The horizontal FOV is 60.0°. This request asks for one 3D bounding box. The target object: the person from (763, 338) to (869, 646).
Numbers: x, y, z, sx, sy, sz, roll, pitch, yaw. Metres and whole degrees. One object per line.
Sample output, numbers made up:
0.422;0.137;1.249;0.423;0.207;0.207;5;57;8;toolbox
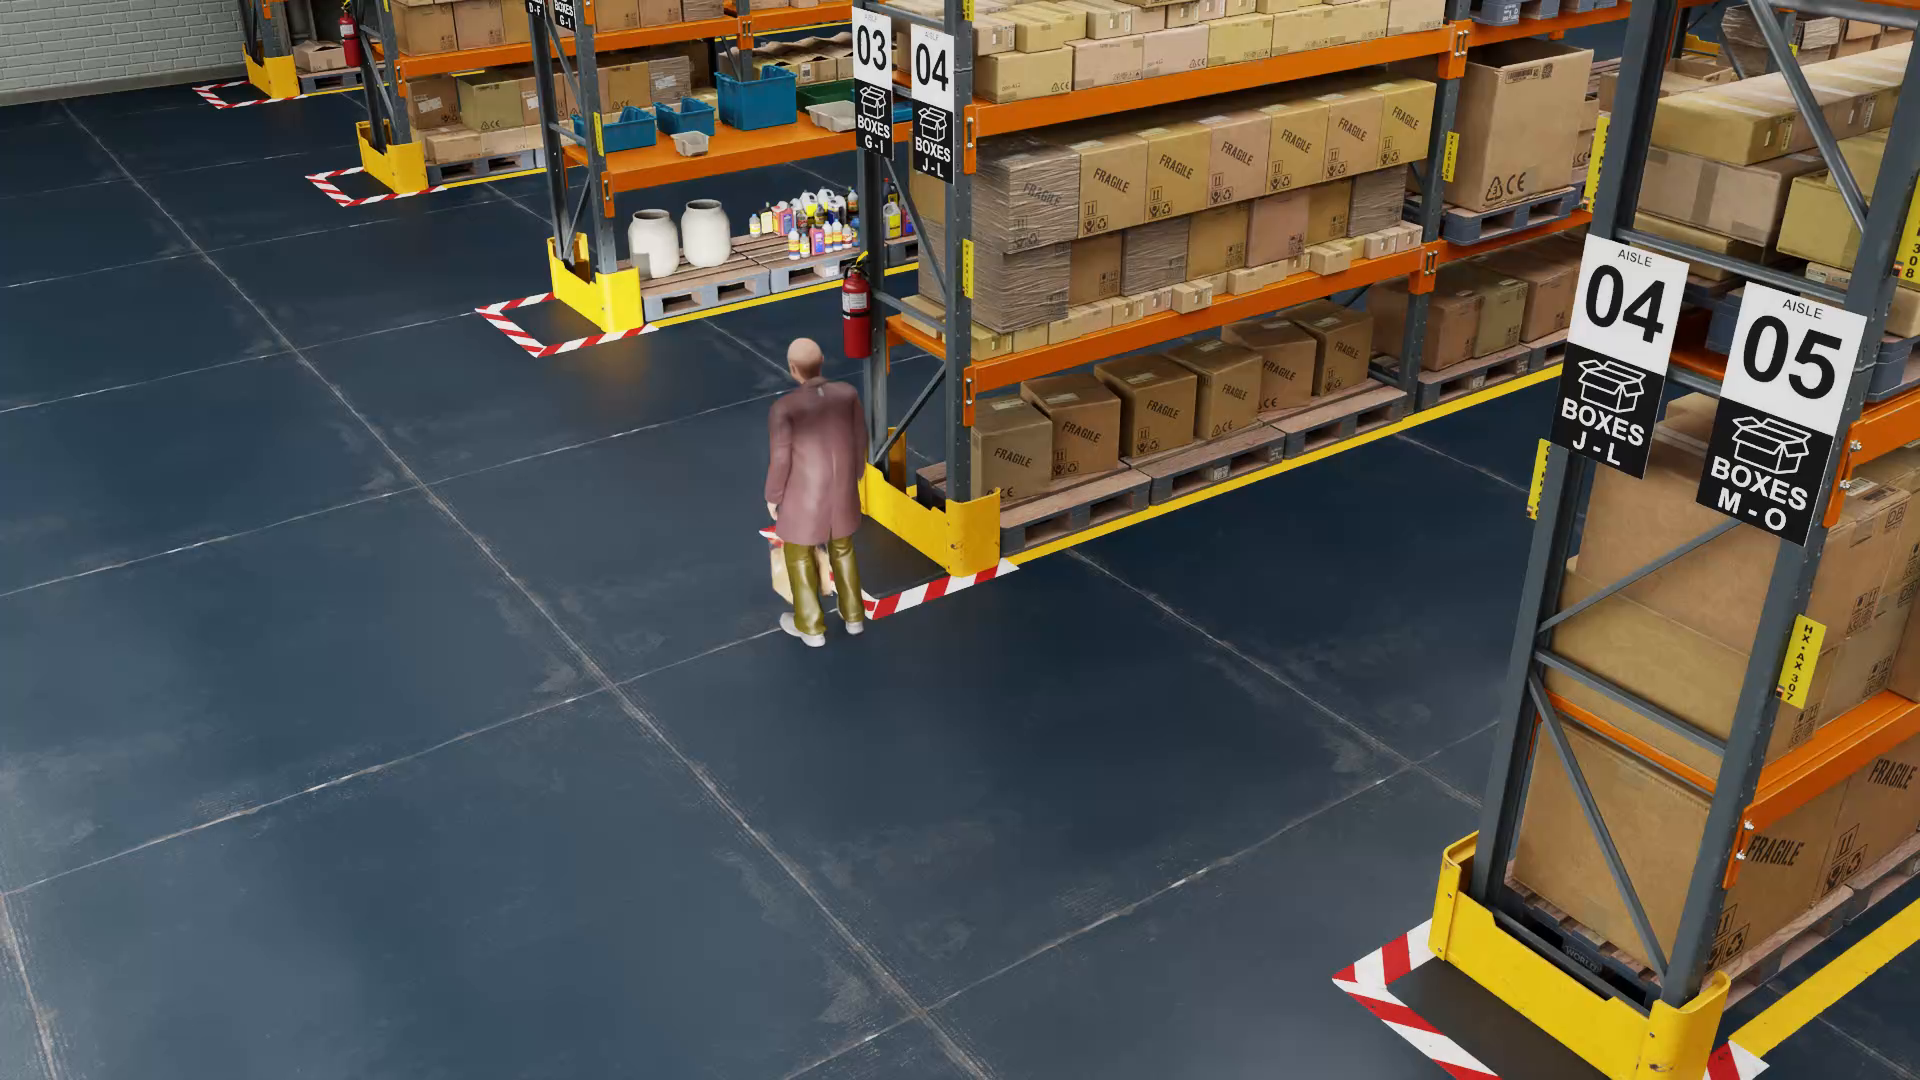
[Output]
-0.791;-0.259;9.124;0.643;1.772;0.429;-17;33;-29;person
